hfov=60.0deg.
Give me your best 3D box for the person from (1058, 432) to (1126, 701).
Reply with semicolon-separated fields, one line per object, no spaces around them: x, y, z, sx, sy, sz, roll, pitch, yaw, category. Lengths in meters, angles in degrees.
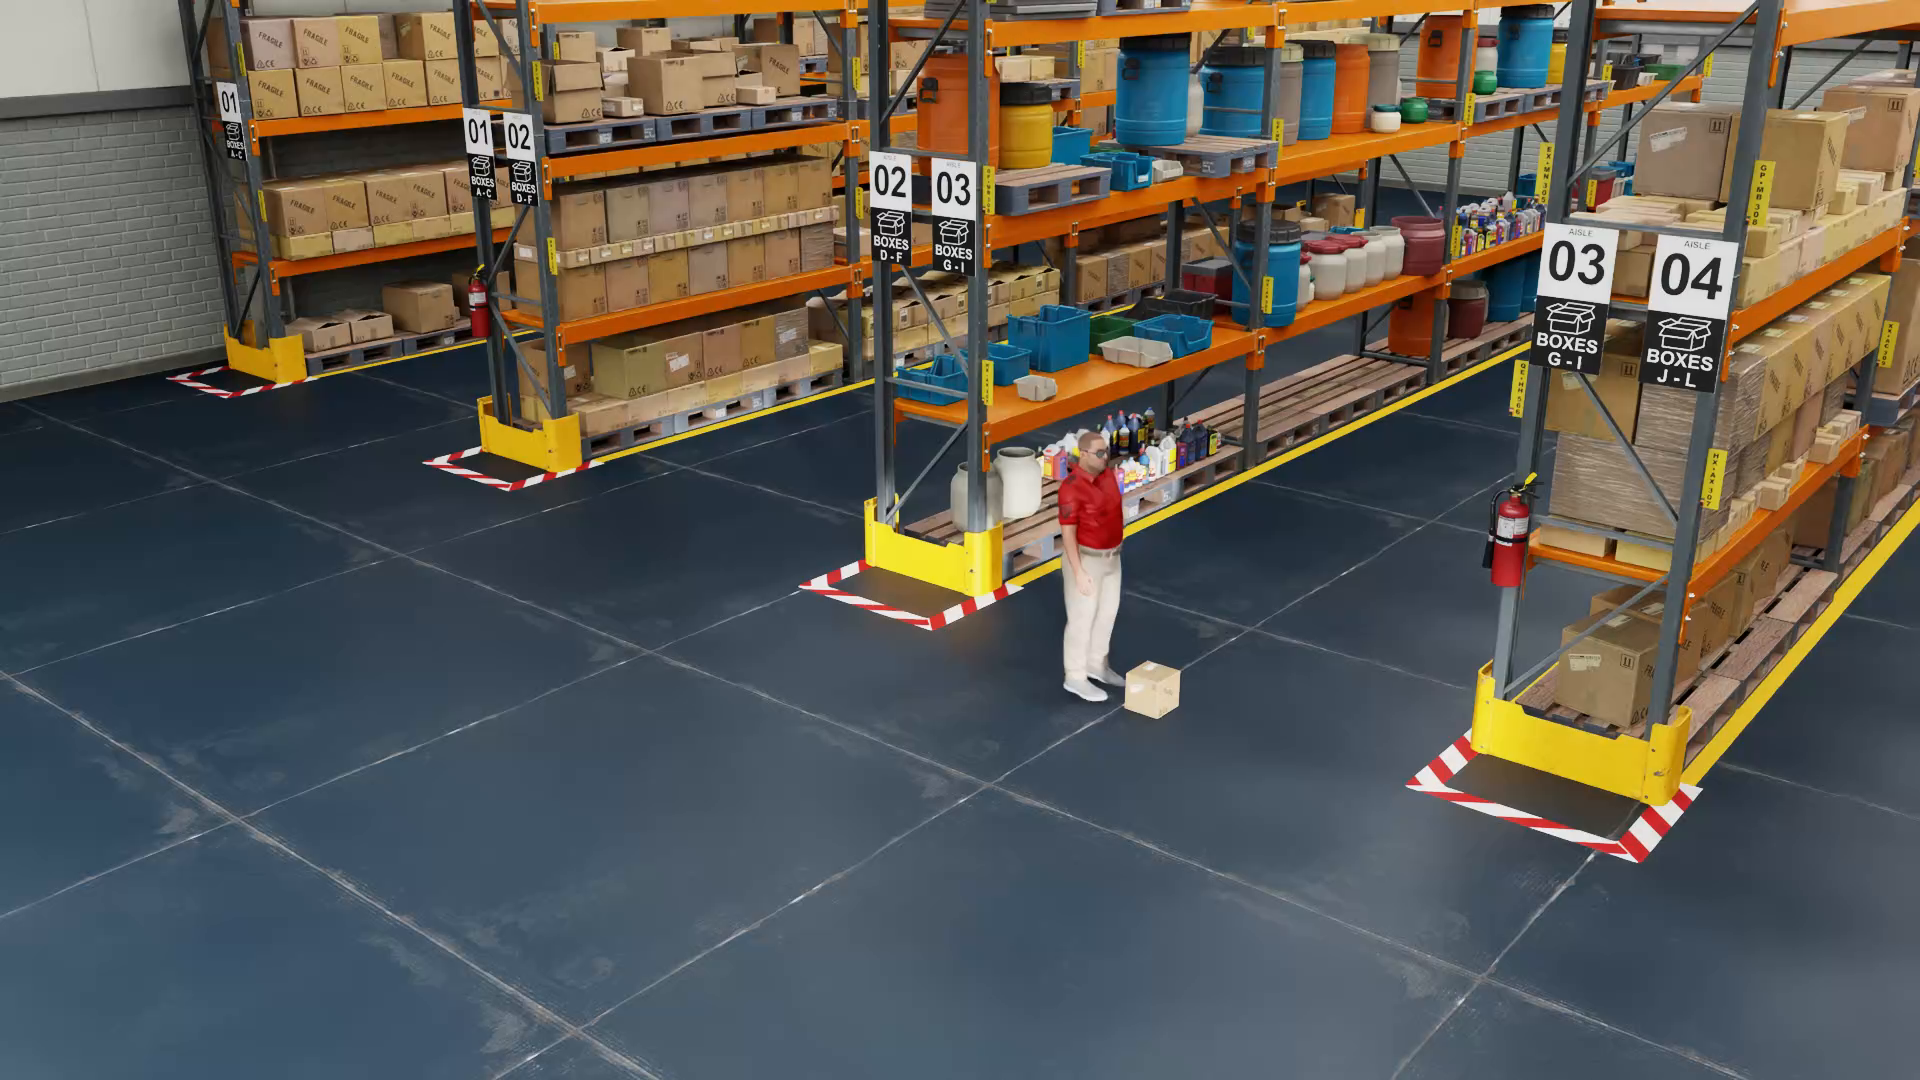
0.873;0.172;10.660;0.390;1.767;0.541;16;26;38;person
